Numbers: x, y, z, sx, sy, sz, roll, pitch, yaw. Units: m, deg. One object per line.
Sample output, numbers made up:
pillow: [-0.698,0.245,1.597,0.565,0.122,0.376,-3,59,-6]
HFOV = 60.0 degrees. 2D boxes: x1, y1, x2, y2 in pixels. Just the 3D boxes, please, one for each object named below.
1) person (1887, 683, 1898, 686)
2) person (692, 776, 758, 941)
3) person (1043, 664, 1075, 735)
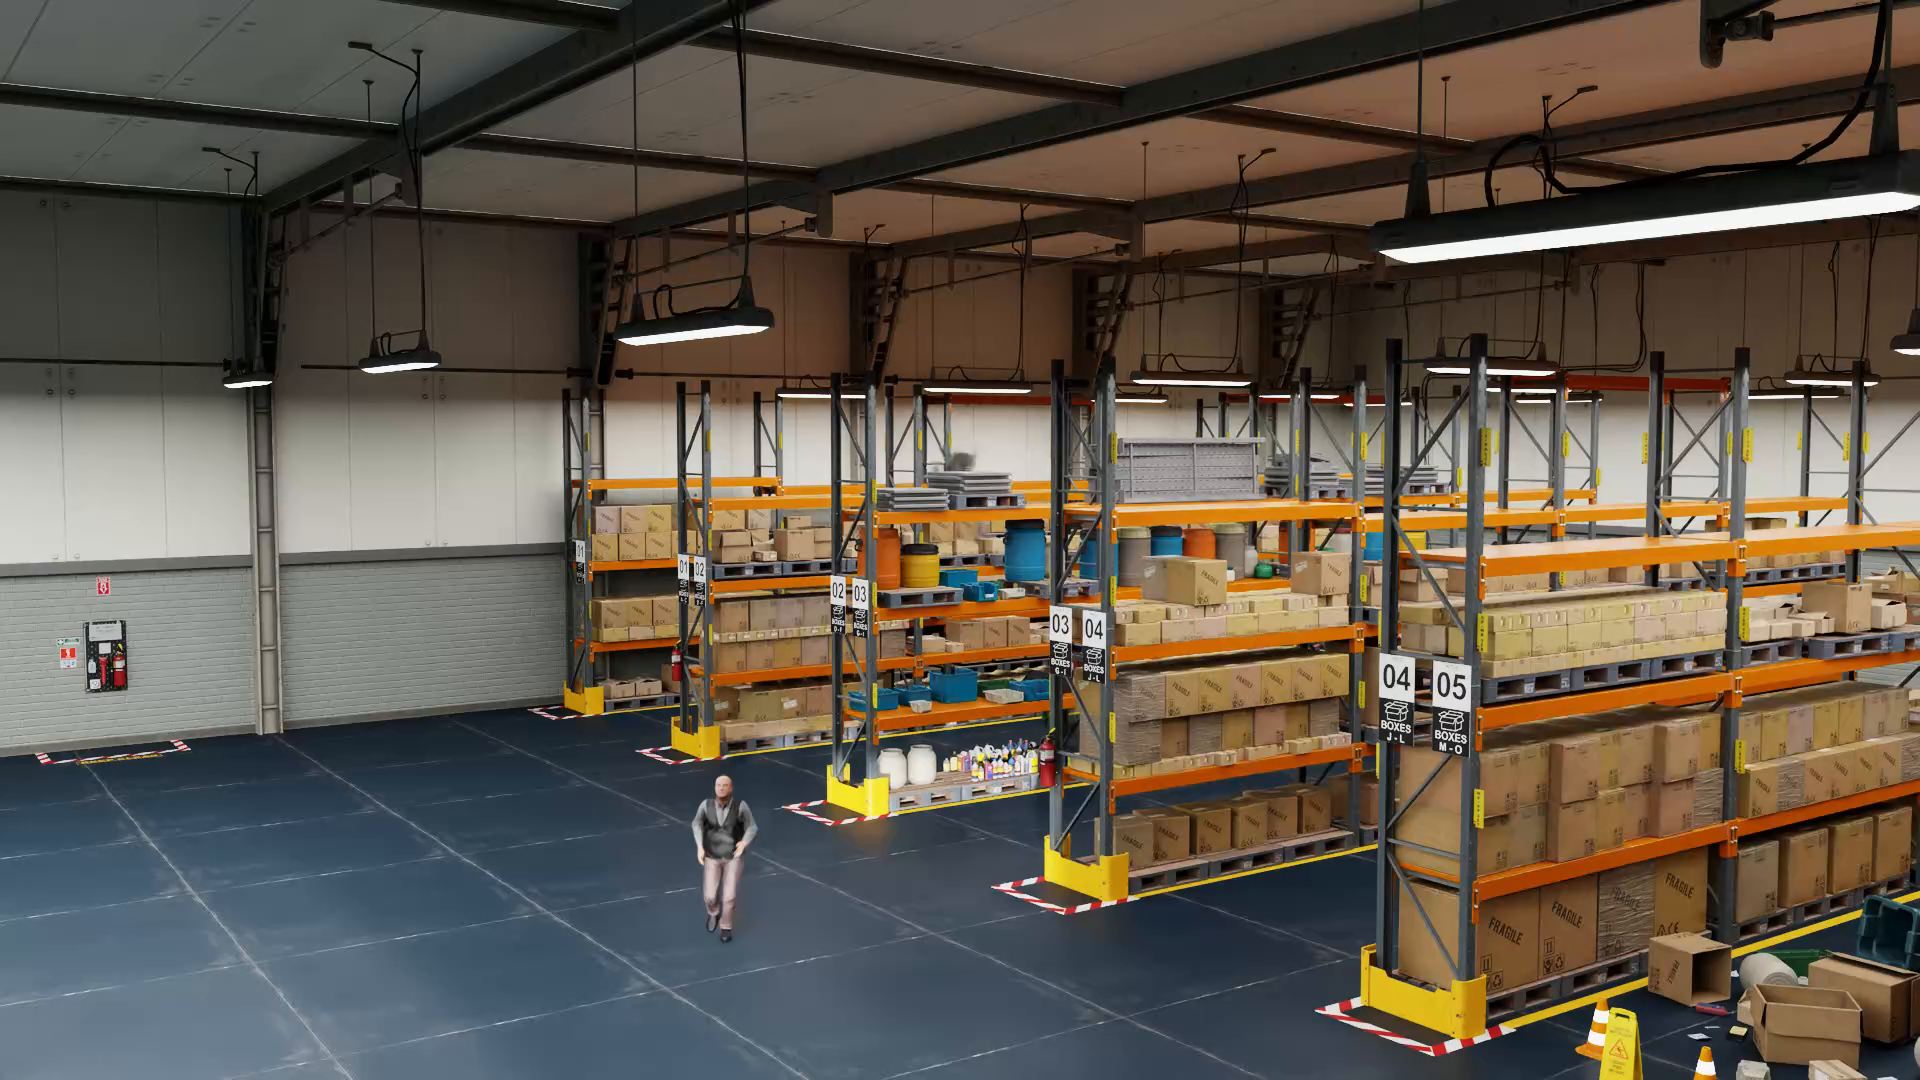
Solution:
person: [12.660,2.835,22.652,0.731,1.777,0.677,-2,4,-33]
person: [-2.395,3.236,16.902,0.672,1.689,0.571,0,4,-4]
person: [1.625,2.560,27.087,0.592,1.737,0.660,-3,5,-41]
